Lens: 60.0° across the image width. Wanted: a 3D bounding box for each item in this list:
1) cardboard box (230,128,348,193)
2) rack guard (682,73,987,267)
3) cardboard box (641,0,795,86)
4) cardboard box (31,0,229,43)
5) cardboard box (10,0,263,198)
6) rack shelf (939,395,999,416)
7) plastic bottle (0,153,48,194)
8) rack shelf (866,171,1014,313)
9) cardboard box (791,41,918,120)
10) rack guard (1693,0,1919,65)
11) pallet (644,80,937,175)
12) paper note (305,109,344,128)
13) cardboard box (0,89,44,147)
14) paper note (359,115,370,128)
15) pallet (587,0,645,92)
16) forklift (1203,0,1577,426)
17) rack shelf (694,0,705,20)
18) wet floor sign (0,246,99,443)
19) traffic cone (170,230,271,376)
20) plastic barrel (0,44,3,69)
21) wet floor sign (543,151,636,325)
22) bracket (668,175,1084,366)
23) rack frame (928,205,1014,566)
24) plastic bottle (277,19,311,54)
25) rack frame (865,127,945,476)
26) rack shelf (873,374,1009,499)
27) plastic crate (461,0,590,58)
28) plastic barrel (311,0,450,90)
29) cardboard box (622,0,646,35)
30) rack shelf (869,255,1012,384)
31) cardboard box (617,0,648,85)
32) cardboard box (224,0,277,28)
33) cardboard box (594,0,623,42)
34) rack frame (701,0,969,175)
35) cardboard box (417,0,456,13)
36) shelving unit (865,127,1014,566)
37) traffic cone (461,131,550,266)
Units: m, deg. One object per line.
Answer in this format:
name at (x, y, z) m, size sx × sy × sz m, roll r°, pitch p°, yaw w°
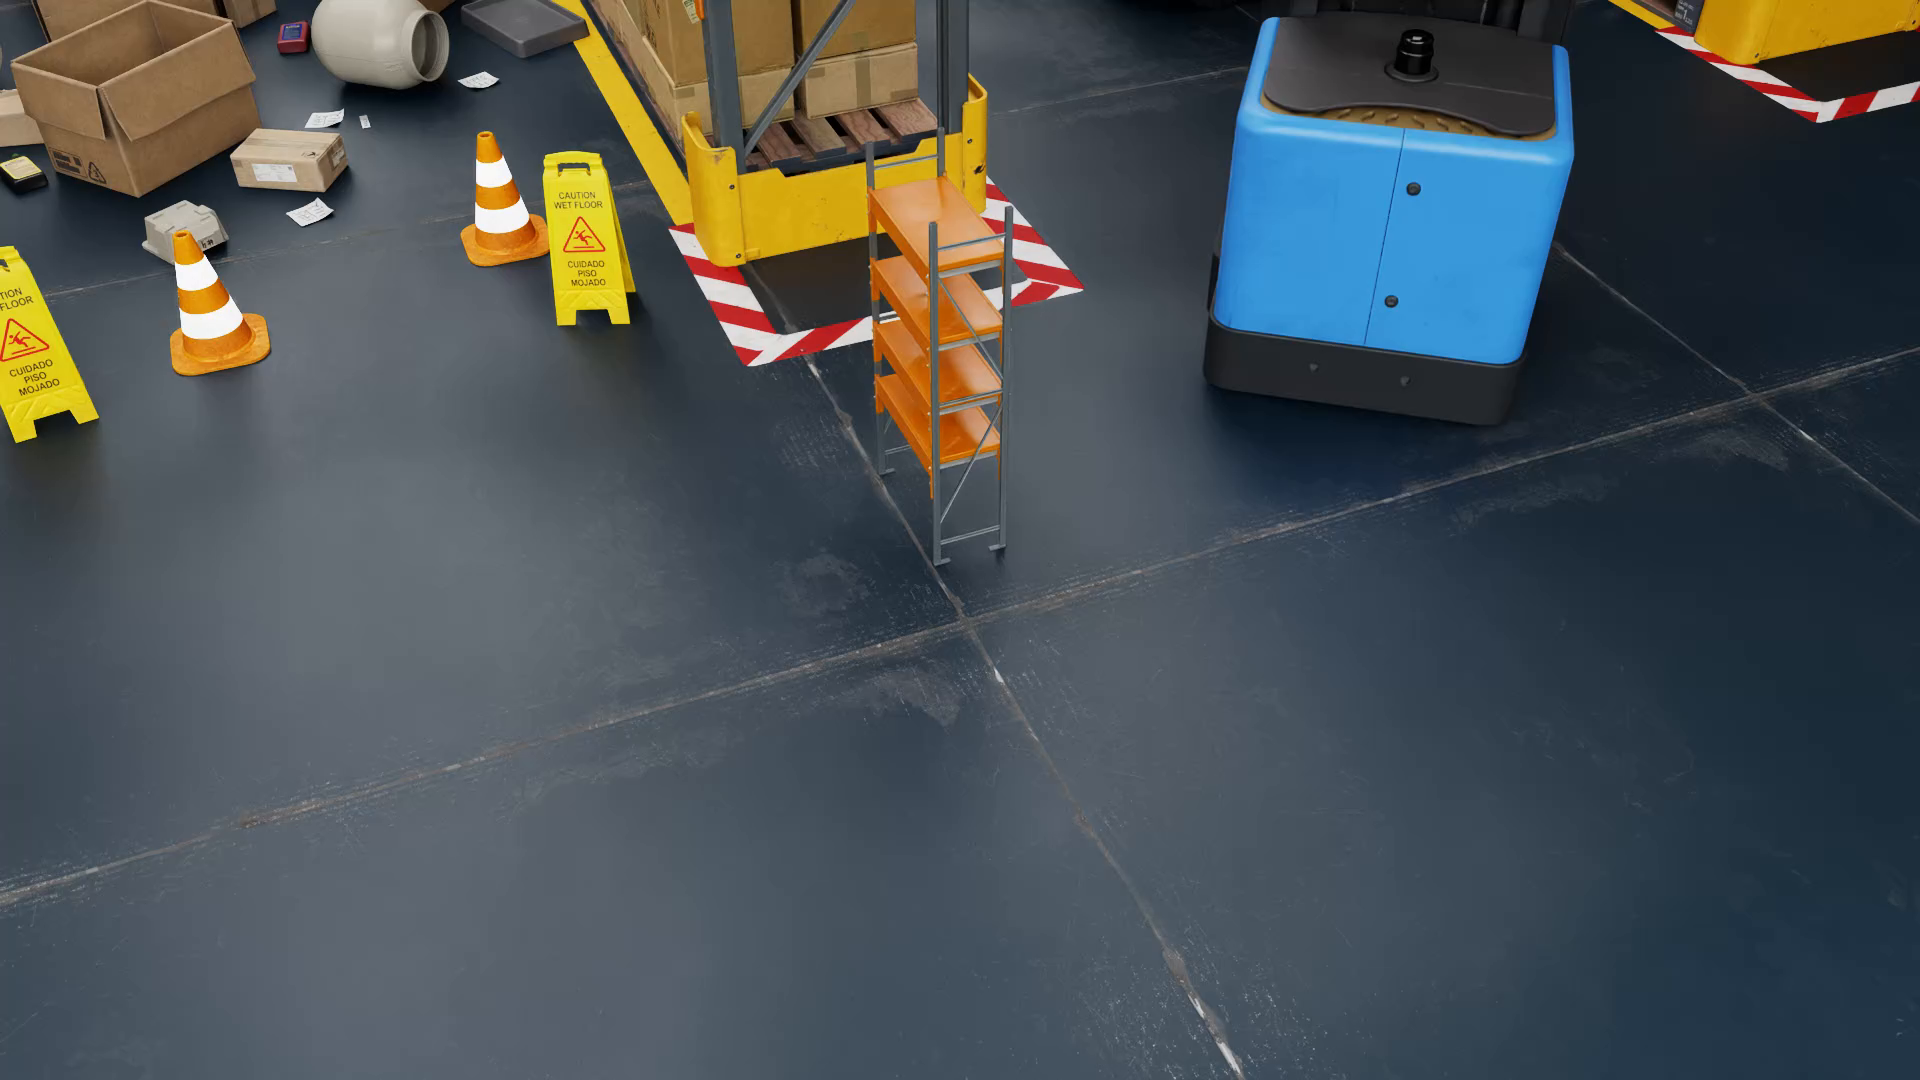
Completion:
cardboard box at (-2.817, -1.597, 6.993) m, size 0.380 × 0.149 × 0.250 m, roll 5°, pitch 41°, yaw 6°
rack guard at (-0.479, -1.491, 6.601) m, size 1.175 × 0.500 × 0.348 m, roll -15°, pitch 43°, yaw -17°
cardboard box at (-0.997, -2.212, 6.733) m, size 0.500 × 0.500 × 0.500 m, roll -15°, pitch 43°, yaw -17°
cardboard box at (-3.826, -2.486, 7.651) m, size 0.797 × 0.637 × 0.503 m, roll -15°, pitch 43°, yaw -17°
cardboard box at (-3.461, -1.873, 7.042) m, size 0.637 × 0.503 × 0.797 m, roll 19°, pitch 44°, yaw 20°
rack shelf at (-0.063, -0.525, 5.000) m, size 0.199 × 0.029 × 0.442 m, roll -15°, pitch 43°, yaw -17°
plastic bottle at (-3.966, -1.552, 7.008) m, size 0.133 × 0.061 × 0.283 m, roll -31°, pitch 49°, yaw -31°
rack shelf at (-0.063, -0.853, 4.719) m, size 0.258 × 0.148 × 0.480 m, roll -15°, pitch 43°, yaw -17°
cardboard box at (-0.503, -2.065, 7.137) m, size 0.500 × 0.250 × 0.500 m, roll -15°, pitch 43°, yaw -17°
rack guard at (4.144, -2.671, 7.973) m, size 1.175 × 0.500 × 0.348 m, roll -15°, pitch 43°, yaw -17°
pallet at (-0.757, -1.880, 7.274) m, size 1.003 × 0.211 × 1.213 m, roll -15°, pitch 43°, yaw -17°
paper note at (-2.837, -1.885, 7.427) m, size 0.148 × 0.019 × 0.142 m, roll -2°, pitch 41°, yaw -2°
cardboard box at (-4.156, -1.894, 7.249) m, size 0.396 × 0.266 × 0.258 m, roll -8°, pitch 41°, yaw -9°
paper note at (-7.054, -5.641, 11.648) m, size 3.823 × 0.211 × 13.979 m, roll -15°, pitch 43°, yaw -17°
pallet at (-1.220, -2.614, 8.127) m, size 1.003 × 0.211 × 1.213 m, roll -15°, pitch 43°, yaw -17°
forklift at (1.703, -2.466, 5.870) m, size 1.130 × 2.935 × 3.031 m, roll 9°, pitch 42°, yaw 11°
rack shelf at (-1.215, -3.325, 7.368) m, size 1.077 × 0.370 × 4.000 m, roll -15°, pitch 43°, yaw -17°
wet floor sign at (-3.144, -0.681, 5.547) m, size 0.267 × 0.644 × 0.232 m, roll -23°, pitch 46°, yaw -24°
traffic cone at (-2.702, -0.887, 5.926) m, size 0.336 × 0.463 × 0.334 m, roll -15°, pitch 43°, yaw -17°
plastic barrel at (-4.664, -2.229, 7.518) m, size 0.512 × 0.421 × 0.421 m, roll 12°, pitch 42°, yaw 13°
wet floor sign at (-1.366, -1.119, 6.056) m, size 0.267 × 0.644 × 0.232 m, roll -2°, pitch 41°, yaw -2°
bracket at (-0.346, -1.108, 6.538) m, size 1.378 × 0.001 × 1.079 m, roll -15°, pitch 43°, yaw -17°
rack frame at (0.030, -0.408, 4.804) m, size 0.240 × 1.200 × 0.015 m, roll -15°, pitch 43°, yaw -17°
plastic bottle at (-3.219, -2.443, 8.044) m, size 0.133 × 0.061 × 0.283 m, roll -8°, pitch 41°, yaw -9°
rack frame at (-0.157, -0.702, 5.146) m, size 0.240 × 1.200 × 0.015 m, roll -15°, pitch 43°, yaw -17°
rack shelf at (-0.063, -0.353, 5.148) m, size 0.258 × 0.148 × 0.480 m, roll -15°, pitch 43°, yaw -17°
plastic crate at (-2.137, -2.545, 8.149) m, size 0.402 × 0.080 × 0.583 m, roll -31°, pitch 49°, yaw -31°
plastic barrel at (-2.639, -2.283, 7.580) m, size 0.512 × 0.421 × 0.421 m, roll 12°, pitch 42°, yaw 13°
cardboard box at (-1.200, -2.525, 7.098) m, size 0.500 × 0.500 × 0.500 m, roll -14°, pitch 43°, yaw -15°
rack shelf at (-0.063, -0.673, 4.873) m, size 0.258 × 0.148 × 0.480 m, roll -15°, pitch 43°, yaw -17°
cardboard box at (-1.199, -2.244, 7.345) m, size 0.500 × 0.250 × 0.500 m, roll -15°, pitch 43°, yaw -17°
cardboard box at (-3.652, -2.740, 8.232) m, size 0.396 × 0.266 × 0.258 m, roll 19°, pitch 44°, yaw 20°
cardboard box at (-1.404, -2.557, 7.710) m, size 0.500 × 0.250 × 0.500 m, roll -17°, pitch 43°, yaw -18°
rack frame at (-0.450, -2.393, 5.732) m, size 1.000 × 3.000 × 0.127 m, roll -15°, pitch 43°, yaw -17°
cardboard box at (-2.828, -2.871, 8.203) m, size 0.500 × 0.500 × 0.500 m, roll 12°, pitch 42°, yaw 13°
shelving unit at (-0.063, -0.555, 4.975) m, size 0.258 × 1.200 × 0.503 m, roll -15°, pitch 43°, yaw -17°
traffic cone at (-1.806, -1.368, 6.486) m, size 0.336 × 0.463 × 0.334 m, roll -15°, pitch 43°, yaw -17°
